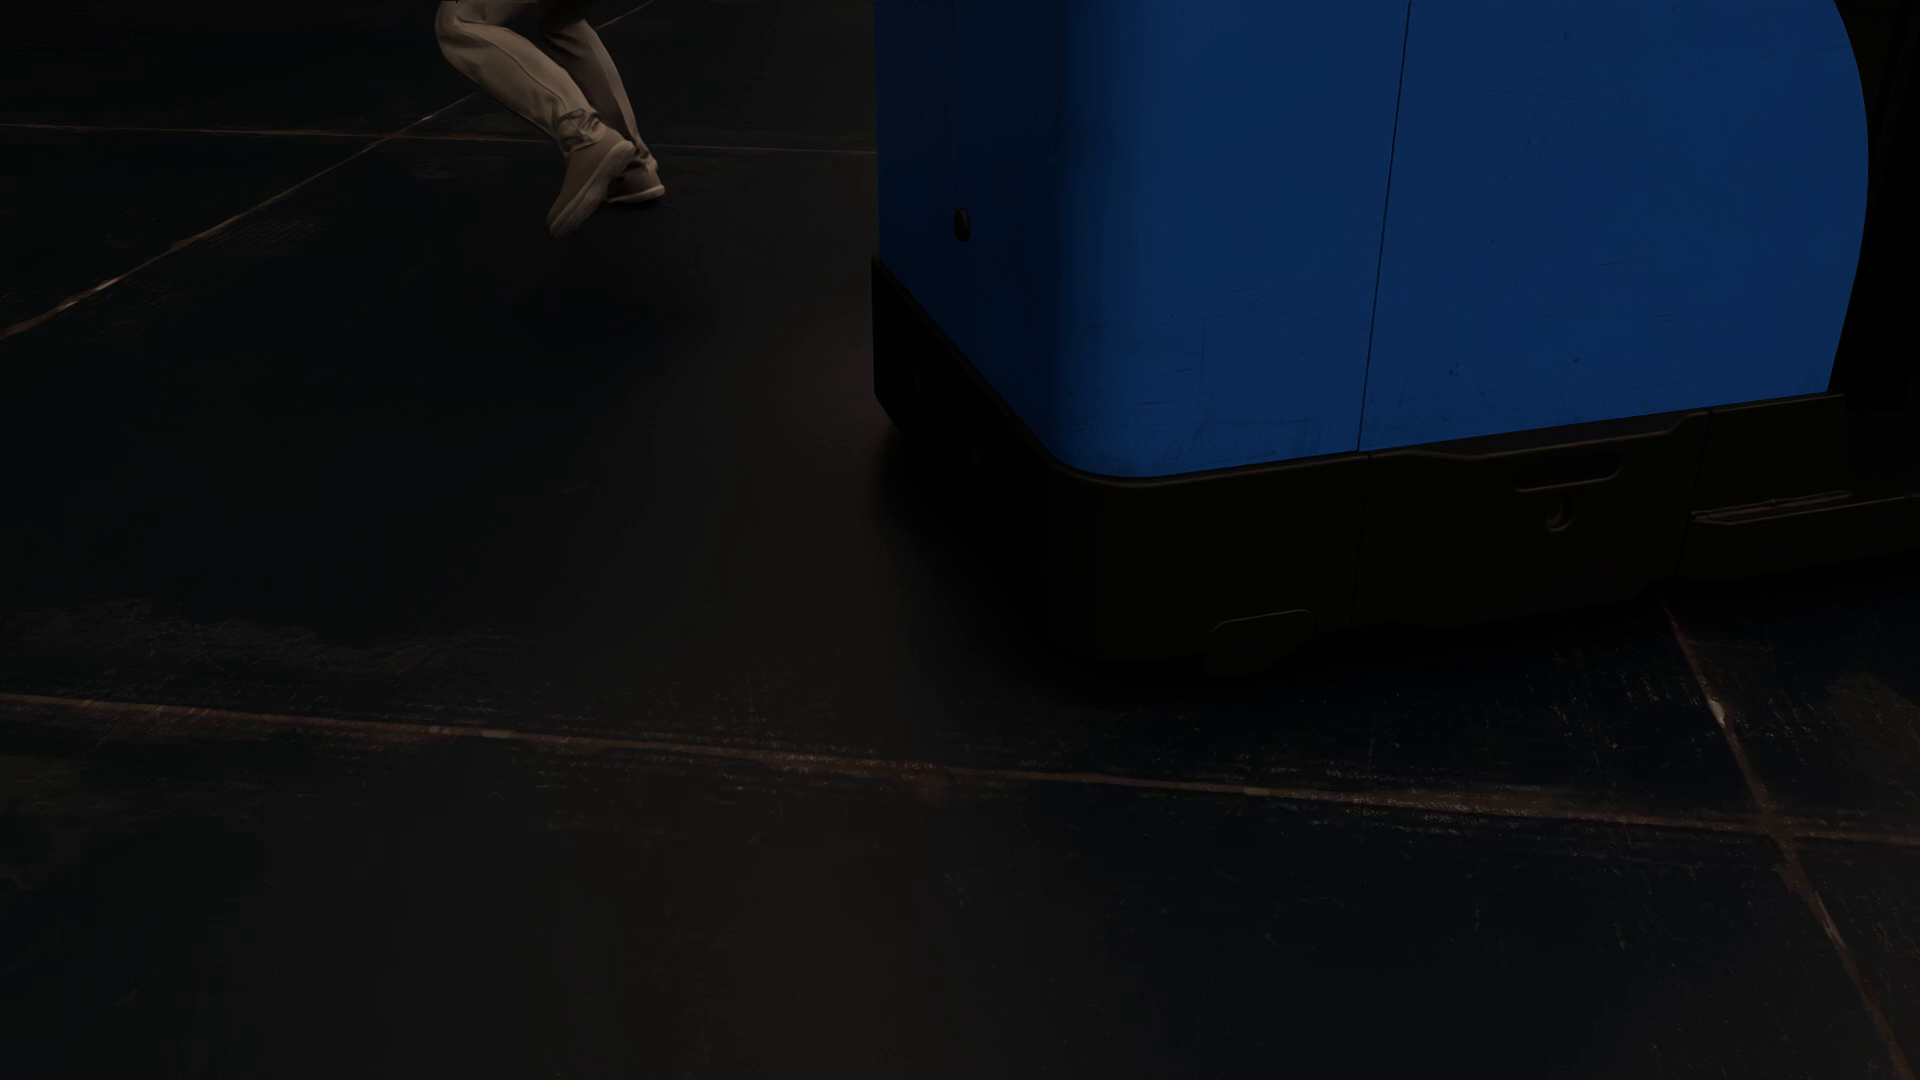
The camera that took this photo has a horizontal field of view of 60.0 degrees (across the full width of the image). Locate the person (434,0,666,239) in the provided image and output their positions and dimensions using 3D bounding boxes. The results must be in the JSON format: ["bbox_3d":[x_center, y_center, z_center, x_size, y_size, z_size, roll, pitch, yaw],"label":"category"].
[{"bbox_3d":[-0.878,-1.454,3.735,0.483,1.555,0.908,5,27,10],"label":"person"}]

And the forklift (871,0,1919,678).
[{"bbox_3d":[1.429,-1.505,2.233,3.031,2.935,1.130,-8,28,-15],"label":"forklift"}]
